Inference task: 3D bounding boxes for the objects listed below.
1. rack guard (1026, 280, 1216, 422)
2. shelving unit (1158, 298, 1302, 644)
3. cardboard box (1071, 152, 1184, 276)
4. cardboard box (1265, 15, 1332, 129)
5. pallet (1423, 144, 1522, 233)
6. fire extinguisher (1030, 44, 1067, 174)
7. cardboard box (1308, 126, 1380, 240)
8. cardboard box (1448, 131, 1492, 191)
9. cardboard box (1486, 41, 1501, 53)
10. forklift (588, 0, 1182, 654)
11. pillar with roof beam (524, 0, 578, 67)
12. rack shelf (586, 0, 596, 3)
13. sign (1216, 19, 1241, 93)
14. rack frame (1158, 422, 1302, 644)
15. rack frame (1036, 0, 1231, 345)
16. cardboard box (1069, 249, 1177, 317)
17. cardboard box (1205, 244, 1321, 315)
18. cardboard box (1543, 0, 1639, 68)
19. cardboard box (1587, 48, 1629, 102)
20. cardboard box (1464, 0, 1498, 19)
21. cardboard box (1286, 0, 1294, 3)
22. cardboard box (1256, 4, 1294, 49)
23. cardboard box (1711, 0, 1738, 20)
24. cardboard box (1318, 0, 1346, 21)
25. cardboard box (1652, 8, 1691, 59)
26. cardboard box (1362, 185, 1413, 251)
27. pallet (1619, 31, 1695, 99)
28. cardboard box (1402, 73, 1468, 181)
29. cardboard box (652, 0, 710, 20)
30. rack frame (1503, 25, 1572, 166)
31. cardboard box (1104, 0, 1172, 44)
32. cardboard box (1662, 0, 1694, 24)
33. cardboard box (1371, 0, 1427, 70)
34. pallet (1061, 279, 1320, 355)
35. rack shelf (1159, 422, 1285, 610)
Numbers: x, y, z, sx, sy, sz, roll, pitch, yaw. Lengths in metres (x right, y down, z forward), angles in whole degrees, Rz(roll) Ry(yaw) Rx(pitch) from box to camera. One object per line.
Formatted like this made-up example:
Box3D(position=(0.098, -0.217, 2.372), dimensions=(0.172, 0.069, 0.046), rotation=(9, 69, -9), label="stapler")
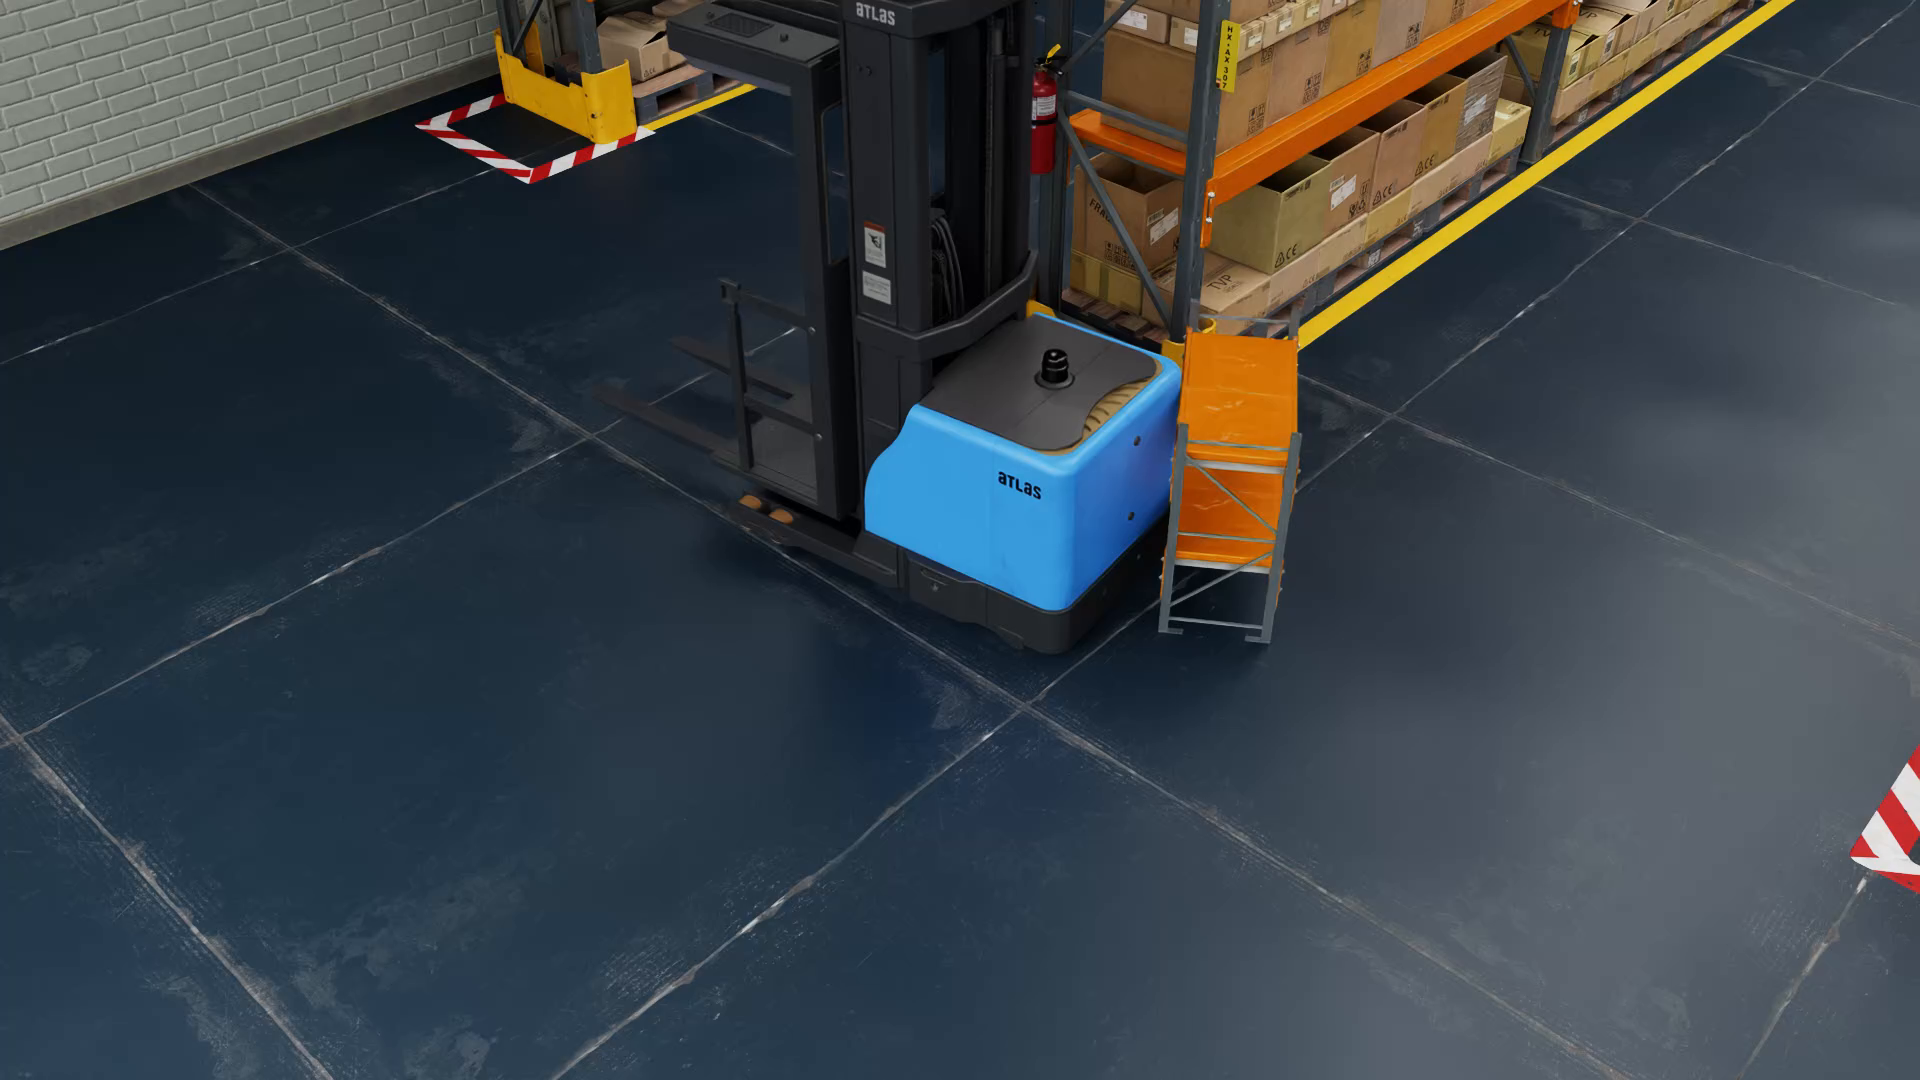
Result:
Box3D(position=(0.814, -1.105, 9.022), dimensions=(1.175, 0.500, 0.348), rotation=(30, 47, 32), label="rack guard")
Box3D(position=(1.224, -0.322, 7.535), dimensions=(0.538, 1.125, 1.048), rotation=(6, 39, 7), label="shelving unit")
Box3D(position=(0.972, -1.848, 9.217), dimensions=(0.500, 0.500, 0.500), rotation=(30, 47, 32), label="cardboard box")
Box3D(position=(1.505, -2.586, 8.796), dimensions=(0.700, 0.500, 0.500), rotation=(31, 48, 33), label="cardboard box")
Box3D(position=(2.961, -2.493, 11.000), dimensions=(1.003, 0.211, 1.213), rotation=(30, 47, 32), label="pallet")
Box3D(position=(0.408, -2.205, 8.459), dimensions=(0.296, 0.674, 0.183), rotation=(30, 47, 32), label="fire extinguisher")
Box3D(position=(2.020, -2.095, 9.528), dimensions=(0.500, 0.500, 0.500), rotation=(30, 47, 32), label="cardboard box")
Box3D(position=(3.033, -2.490, 10.627), dimensions=(0.500, 0.250, 0.500), rotation=(30, 47, 32), label="cardboard box")
Box3D(position=(3.590, -3.547, 11.505), dimensions=(0.500, 0.311, 0.500), rotation=(30, 47, 32), label="cardboard box")
Box3D(position=(-0.507, -1.373, 7.405), dimensions=(3.031, 2.935, 1.130), rotation=(24, 44, 27), label="forklift")
Box3D(position=(0.183, -5.398, 7.592), dimensions=(9.100, 9.000, 0.400), rotation=(30, 47, 32), label="pillar with roof beam")
Box3D(position=(-1.480, -4.810, 12.251), dimensions=(1.077, 0.370, 4.000), rotation=(30, 47, 32), label="rack shelf")
Box3D(position=(1.236, -2.229, 7.667), dimensions=(0.100, 0.325, 0.005), rotation=(30, 47, 32), label="sign")
Box3D(position=(1.144, -0.009, 7.142), dimensions=(0.500, 1.125, 0.032), rotation=(6, 39, 7), label="rack frame")
Box3D(position=(0.830, -2.095, 8.258), dimensions=(1.000, 3.000, 0.127), rotation=(30, 47, 32), label="rack frame")
Box3D(position=(0.974, -1.553, 9.449), dimensions=(0.500, 0.250, 0.500), rotation=(30, 47, 32), label="cardboard box")
Box3D(position=(1.691, -1.567, 9.466), dimensions=(0.500, 0.250, 0.500), rotation=(30, 47, 32), label="cardboard box")
Box3D(position=(4.333, -3.553, 11.513), dimensions=(0.500, 0.311, 0.500), rotation=(29, 47, 31), label="cardboard box")
Box3D(position=(4.330, -3.336, 11.691), dimensions=(0.500, 0.250, 0.500), rotation=(31, 48, 33), label="cardboard box")
Box3D(position=(2.883, -3.520, 9.970), dimensions=(0.700, 0.500, 0.500), rotation=(29, 47, 31), label="cardboard box")
Box3D(position=(1.541, -3.119, 8.423), dimensions=(0.700, 0.500, 0.500), rotation=(28, 46, 31), label="cardboard box")
Box3D(position=(1.430, -2.600, 8.292), dimensions=(0.380, 0.149, 0.250), rotation=(28, 46, 31), label="cardboard box")
Box3D(position=(5.707, -4.276, 12.873), dimensions=(0.500, 0.250, 0.500), rotation=(29, 47, 31), label="cardboard box")
Box3D(position=(1.771, -2.829, 8.580), dimensions=(0.380, 0.149, 0.250), rotation=(29, 47, 31), label="cardboard box")
Box3D(position=(5.021, -3.809, 12.285), dimensions=(0.500, 0.250, 0.500), rotation=(31, 48, 33), label="cardboard box")
Box3D(position=(2.369, -2.024, 10.041), dimensions=(0.500, 0.250, 0.500), rotation=(30, 47, 32), label="cardboard box")
Box3D(position=(4.820, -3.759, 12.591), dimensions=(1.003, 0.211, 1.213), rotation=(30, 47, 32), label="pallet")
Box3D(position=(2.697, -2.553, 10.104), dimensions=(0.500, 0.500, 0.500), rotation=(30, 47, 32), label="cardboard box")
Box3D(position=(-1.911, -3.835, 12.253), dimensions=(0.500, 0.311, 0.500), rotation=(-30, 47, -32), label="cardboard box")
Box3D(position=(3.529, -3.933, 10.569), dimensions=(1.000, 3.000, 0.127), rotation=(30, 47, 32), label="rack frame")
Box3D(position=(0.947, -2.643, 8.346), dimensions=(0.380, 0.149, 0.250), rotation=(29, 47, 31), label="cardboard box")
Box3D(position=(5.028, -4.032, 12.116), dimensions=(0.500, 0.311, 0.500), rotation=(31, 48, 33), label="cardboard box")
Box3D(position=(2.197, -3.055, 9.386), dimensions=(0.700, 0.500, 0.500), rotation=(31, 48, 33), label="cardboard box")
Box3D(position=(1.315, -1.372, 9.590), dimensions=(1.003, 0.211, 1.213), rotation=(30, 47, 32), label="pallet")
Box3D(position=(1.224, -0.131, 7.687), dimensions=(0.538, 0.278, 1.000), rotation=(6, 39, 7), label="rack shelf")
